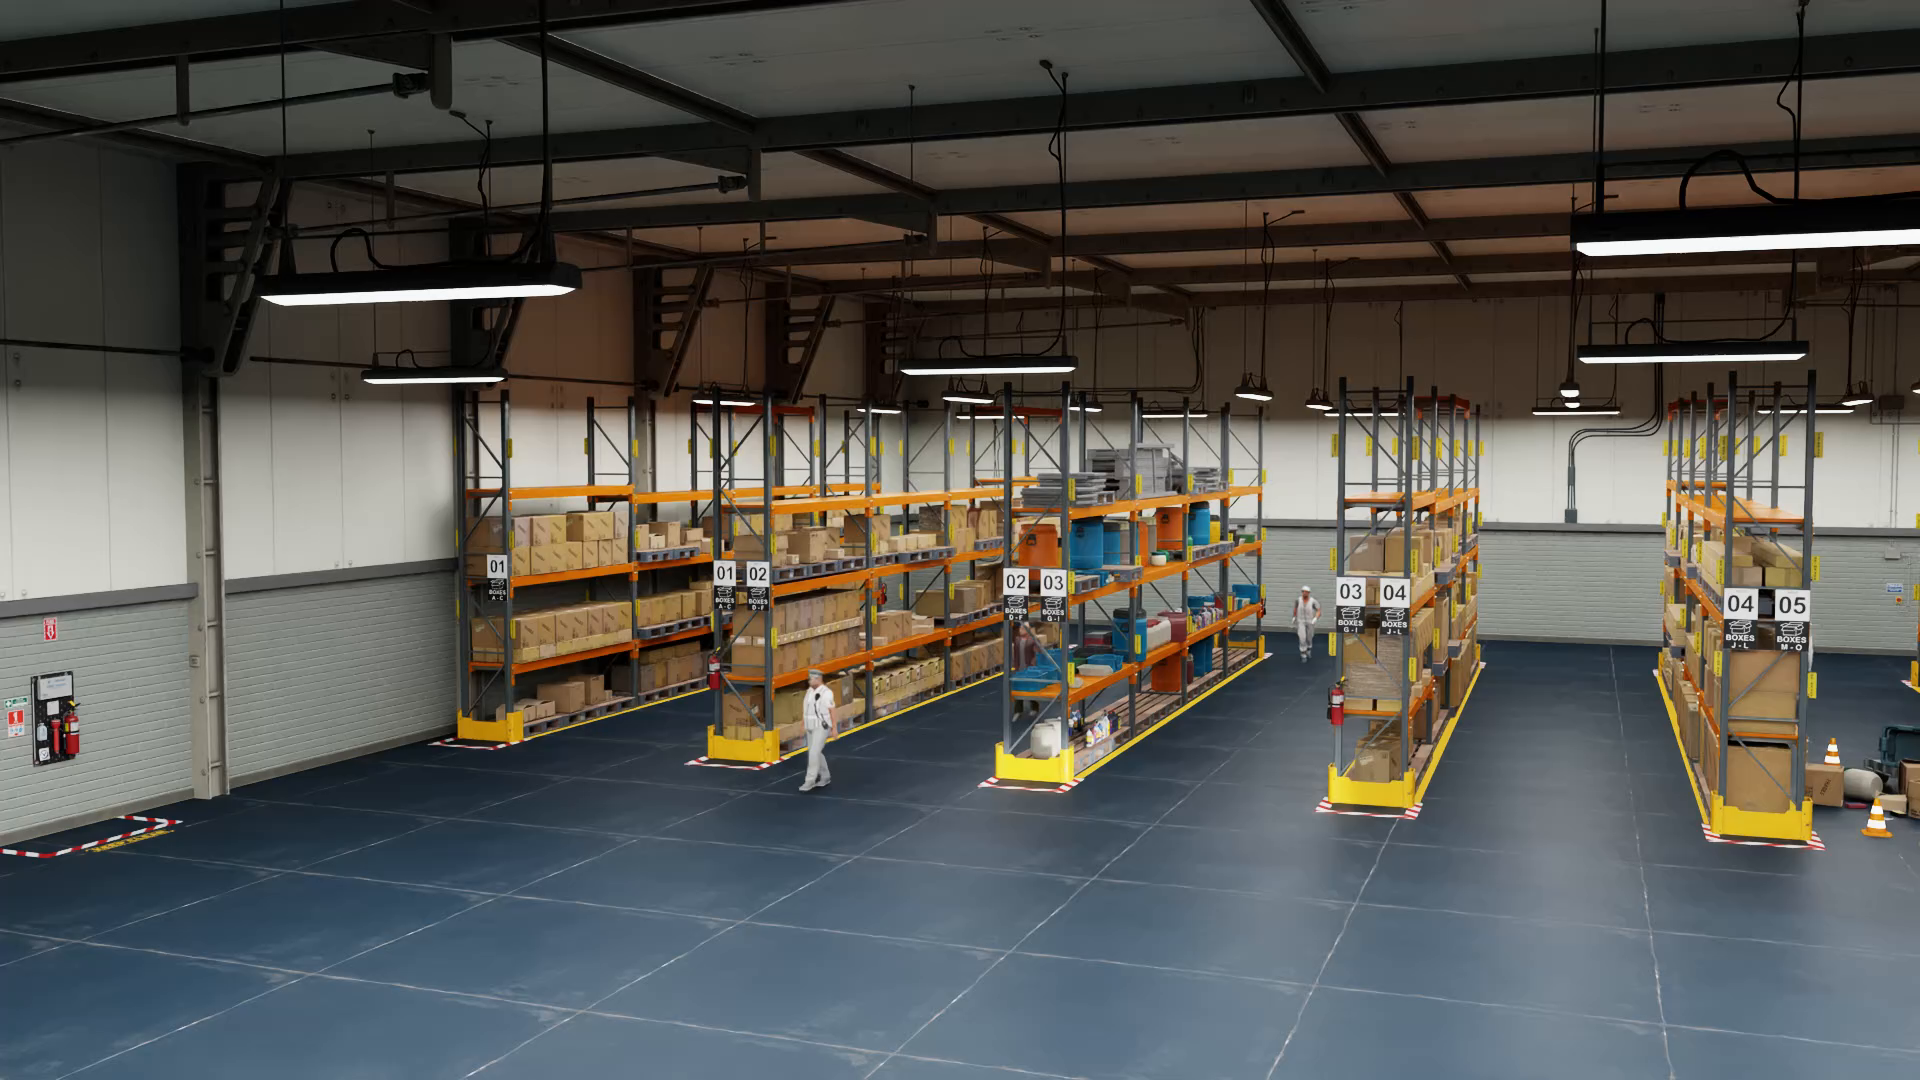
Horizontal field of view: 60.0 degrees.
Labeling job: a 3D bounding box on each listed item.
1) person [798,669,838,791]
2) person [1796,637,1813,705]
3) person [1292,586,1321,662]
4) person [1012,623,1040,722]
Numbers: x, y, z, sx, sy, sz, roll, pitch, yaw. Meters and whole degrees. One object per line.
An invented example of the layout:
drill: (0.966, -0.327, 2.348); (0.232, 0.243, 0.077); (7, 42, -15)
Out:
person: (-2.188, 2.786, 24.433); (0.795, 1.746, 0.660); (-3, 4, -39)
person: (16.340, 2.397, 32.366); (0.508, 1.720, 0.381); (0, 3, -1)
person: (8.162, 1.961, 39.135); (0.656, 1.779, 0.814); (0, 3, 8)
person: (1.198, 2.439, 30.780); (0.608, 1.817, 0.821); (2, 4, 30)
